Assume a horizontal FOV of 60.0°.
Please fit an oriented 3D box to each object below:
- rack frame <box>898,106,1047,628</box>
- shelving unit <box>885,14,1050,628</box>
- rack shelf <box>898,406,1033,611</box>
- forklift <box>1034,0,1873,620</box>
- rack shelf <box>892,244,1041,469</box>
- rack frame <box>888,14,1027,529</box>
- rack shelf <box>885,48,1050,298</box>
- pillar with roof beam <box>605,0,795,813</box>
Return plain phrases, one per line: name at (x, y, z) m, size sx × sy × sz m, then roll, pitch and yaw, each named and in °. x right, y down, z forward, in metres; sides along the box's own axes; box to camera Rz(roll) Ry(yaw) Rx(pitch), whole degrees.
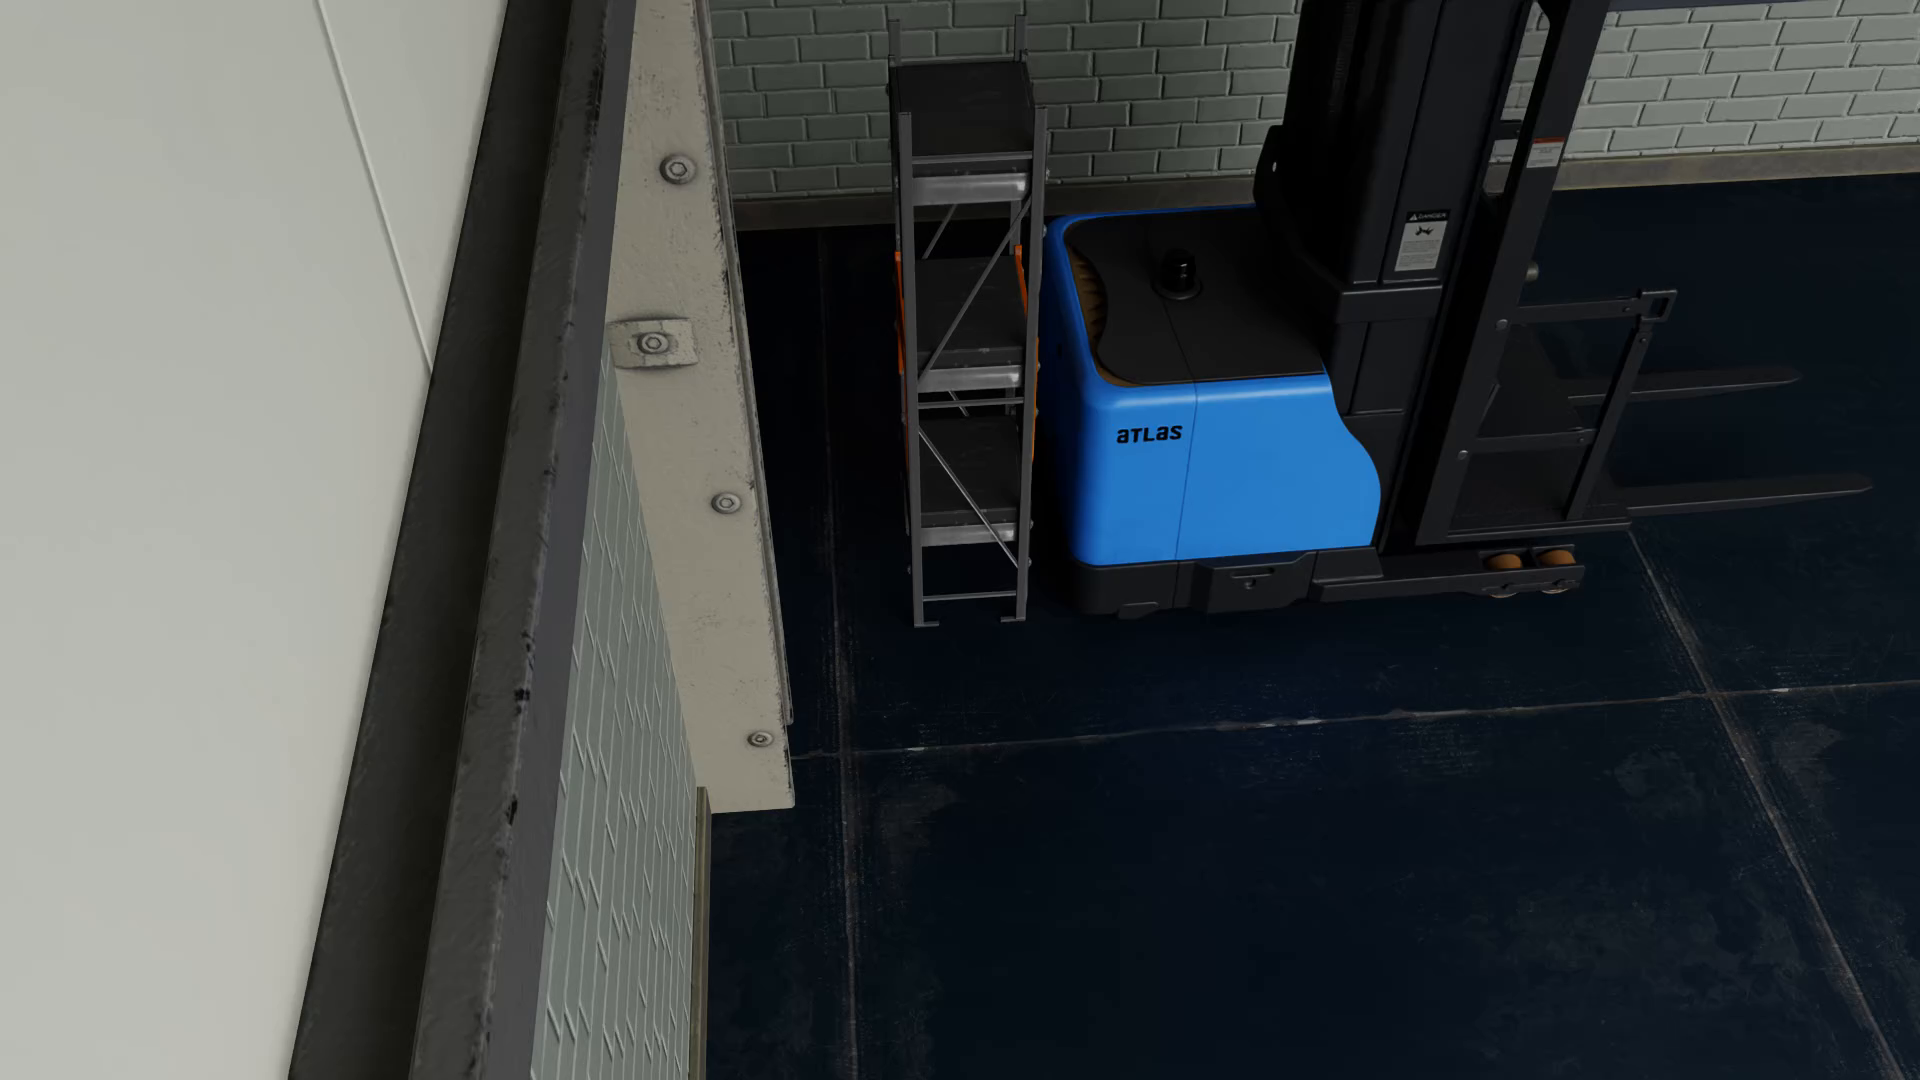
rack frame at (0.034, -0.426, 5.207) m, size 0.400 × 2.100 × 0.015 m, roll -3°, pitch 47°, yaw -3°
shelving unit at (0.014, -0.602, 5.374) m, size 0.431 × 2.100 × 0.503 m, roll -3°, pitch 47°, yaw -3°
rack shelf at (0.014, -0.112, 5.892) m, size 0.431 × 0.518 × 0.480 m, roll -3°, pitch 47°, yaw -3°
forklift at (1.830, -1.179, 5.347) m, size 3.031 × 2.935 × 1.130 m, roll -4°, pitch 47°, yaw -4°
rack shelf at (0.014, -0.593, 5.384) m, size 0.431 × 0.518 × 0.480 m, roll -3°, pitch 47°, yaw -3°
rack frame at (-0.007, -0.779, 5.541) m, size 0.400 × 2.100 × 0.015 m, roll -3°, pitch 47°, yaw -3°
rack shelf at (0.014, -1.074, 4.876) m, size 0.431 × 0.518 × 0.480 m, roll -3°, pitch 47°, yaw -3°
pillar with roof beam at (3.580, -2.618, 2.532) m, size 9.100 × 9.000 × 0.400 m, roll -3°, pitch 47°, yaw -3°
